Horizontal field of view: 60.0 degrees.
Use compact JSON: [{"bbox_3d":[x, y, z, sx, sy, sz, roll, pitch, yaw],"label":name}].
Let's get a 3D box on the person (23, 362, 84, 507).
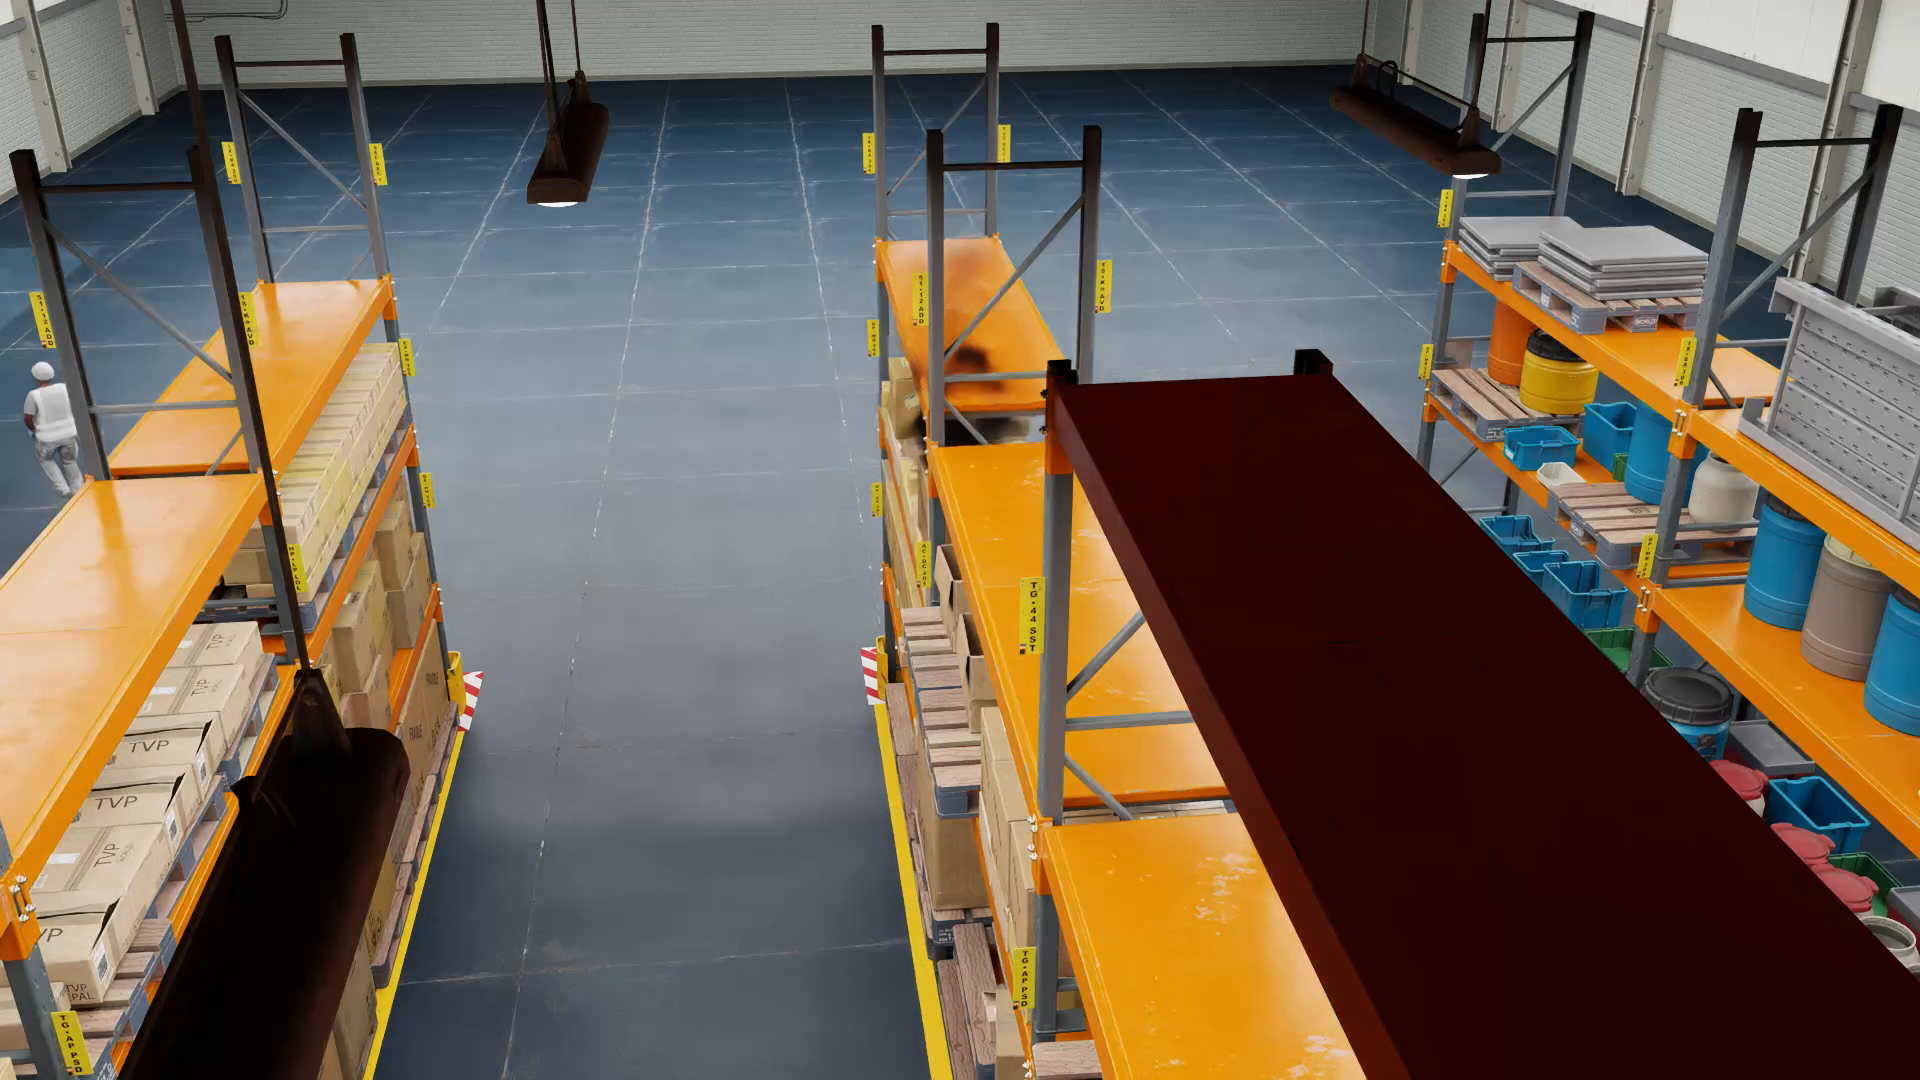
[{"bbox_3d":[-10.362,-1.221,19.012,0.614,1.746,0.665,23,34,39],"label":"person"}]
